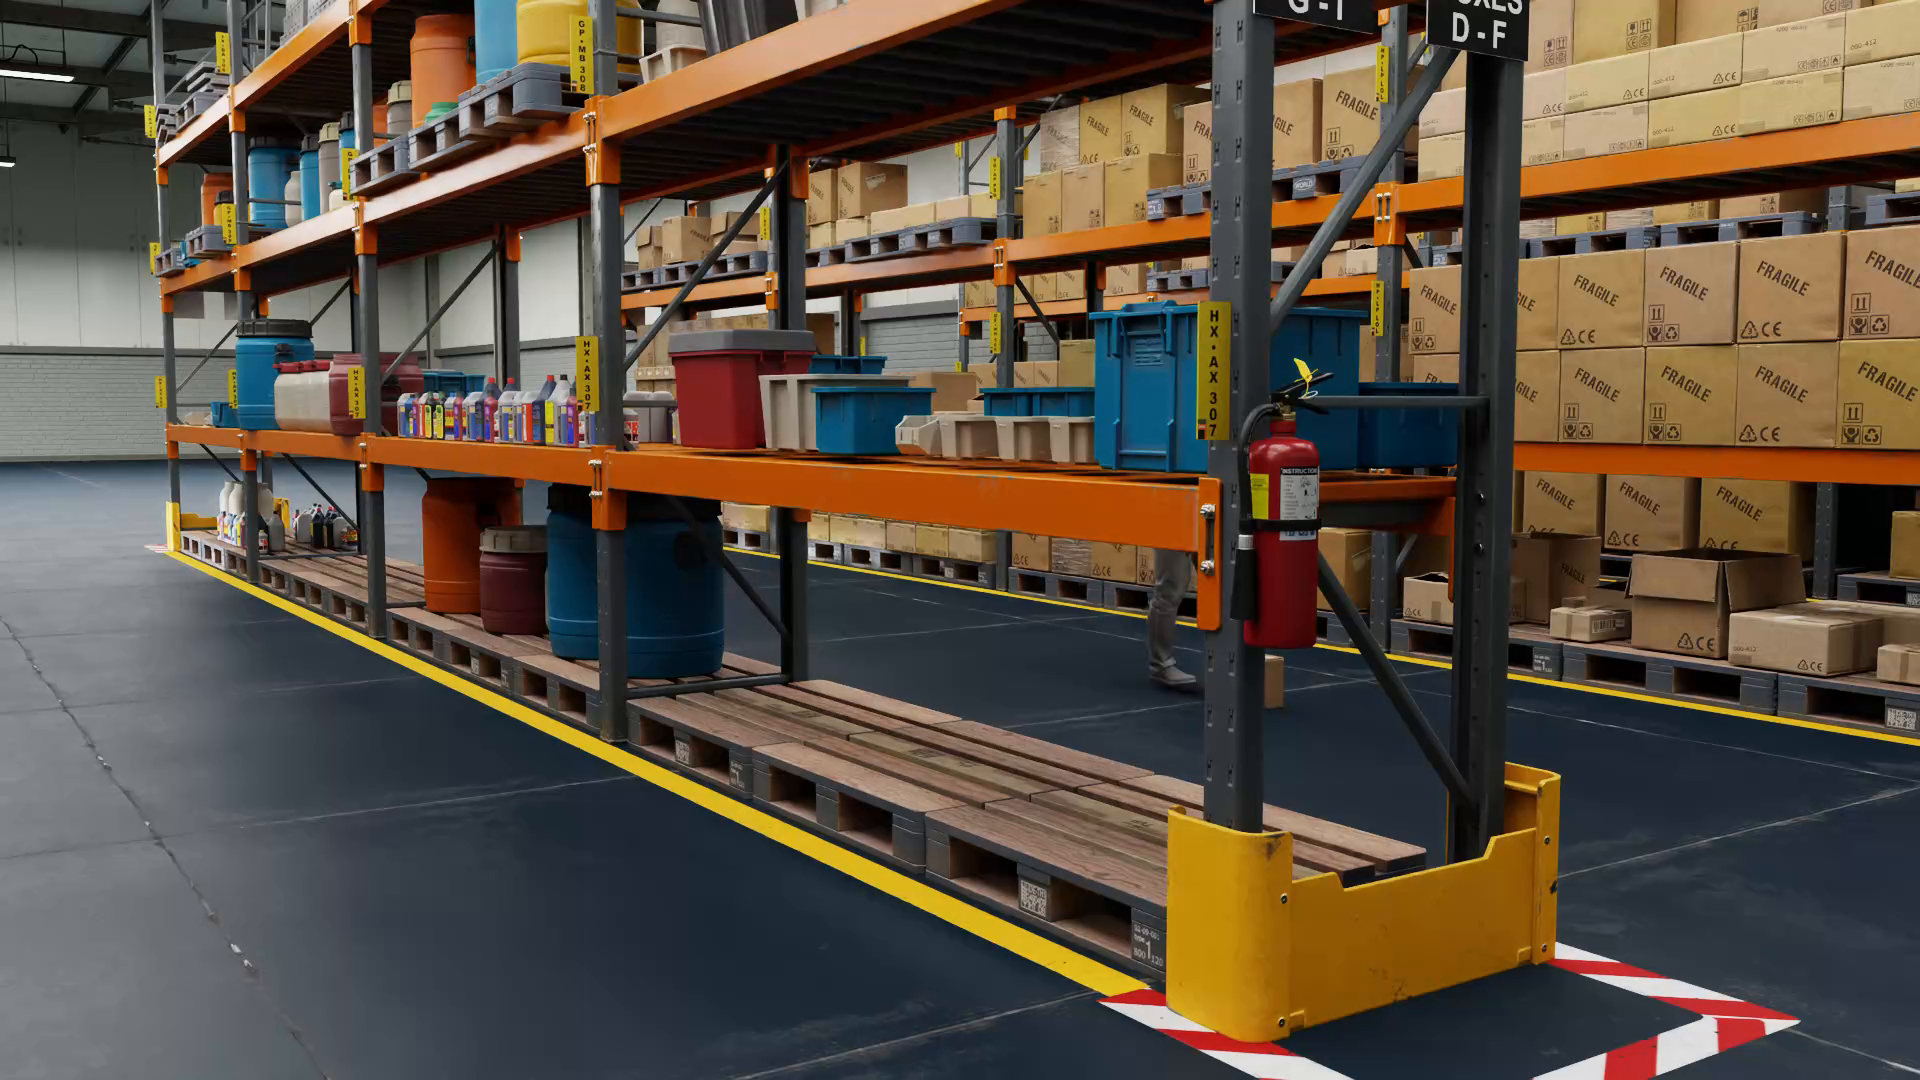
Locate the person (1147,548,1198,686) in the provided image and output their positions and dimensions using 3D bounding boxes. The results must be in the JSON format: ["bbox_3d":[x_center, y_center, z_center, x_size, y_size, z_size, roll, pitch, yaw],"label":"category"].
[{"bbox_3d":[1.222,-0.074,8.611,0.625,1.777,0.702,-4,6,-39],"label":"person"}]
